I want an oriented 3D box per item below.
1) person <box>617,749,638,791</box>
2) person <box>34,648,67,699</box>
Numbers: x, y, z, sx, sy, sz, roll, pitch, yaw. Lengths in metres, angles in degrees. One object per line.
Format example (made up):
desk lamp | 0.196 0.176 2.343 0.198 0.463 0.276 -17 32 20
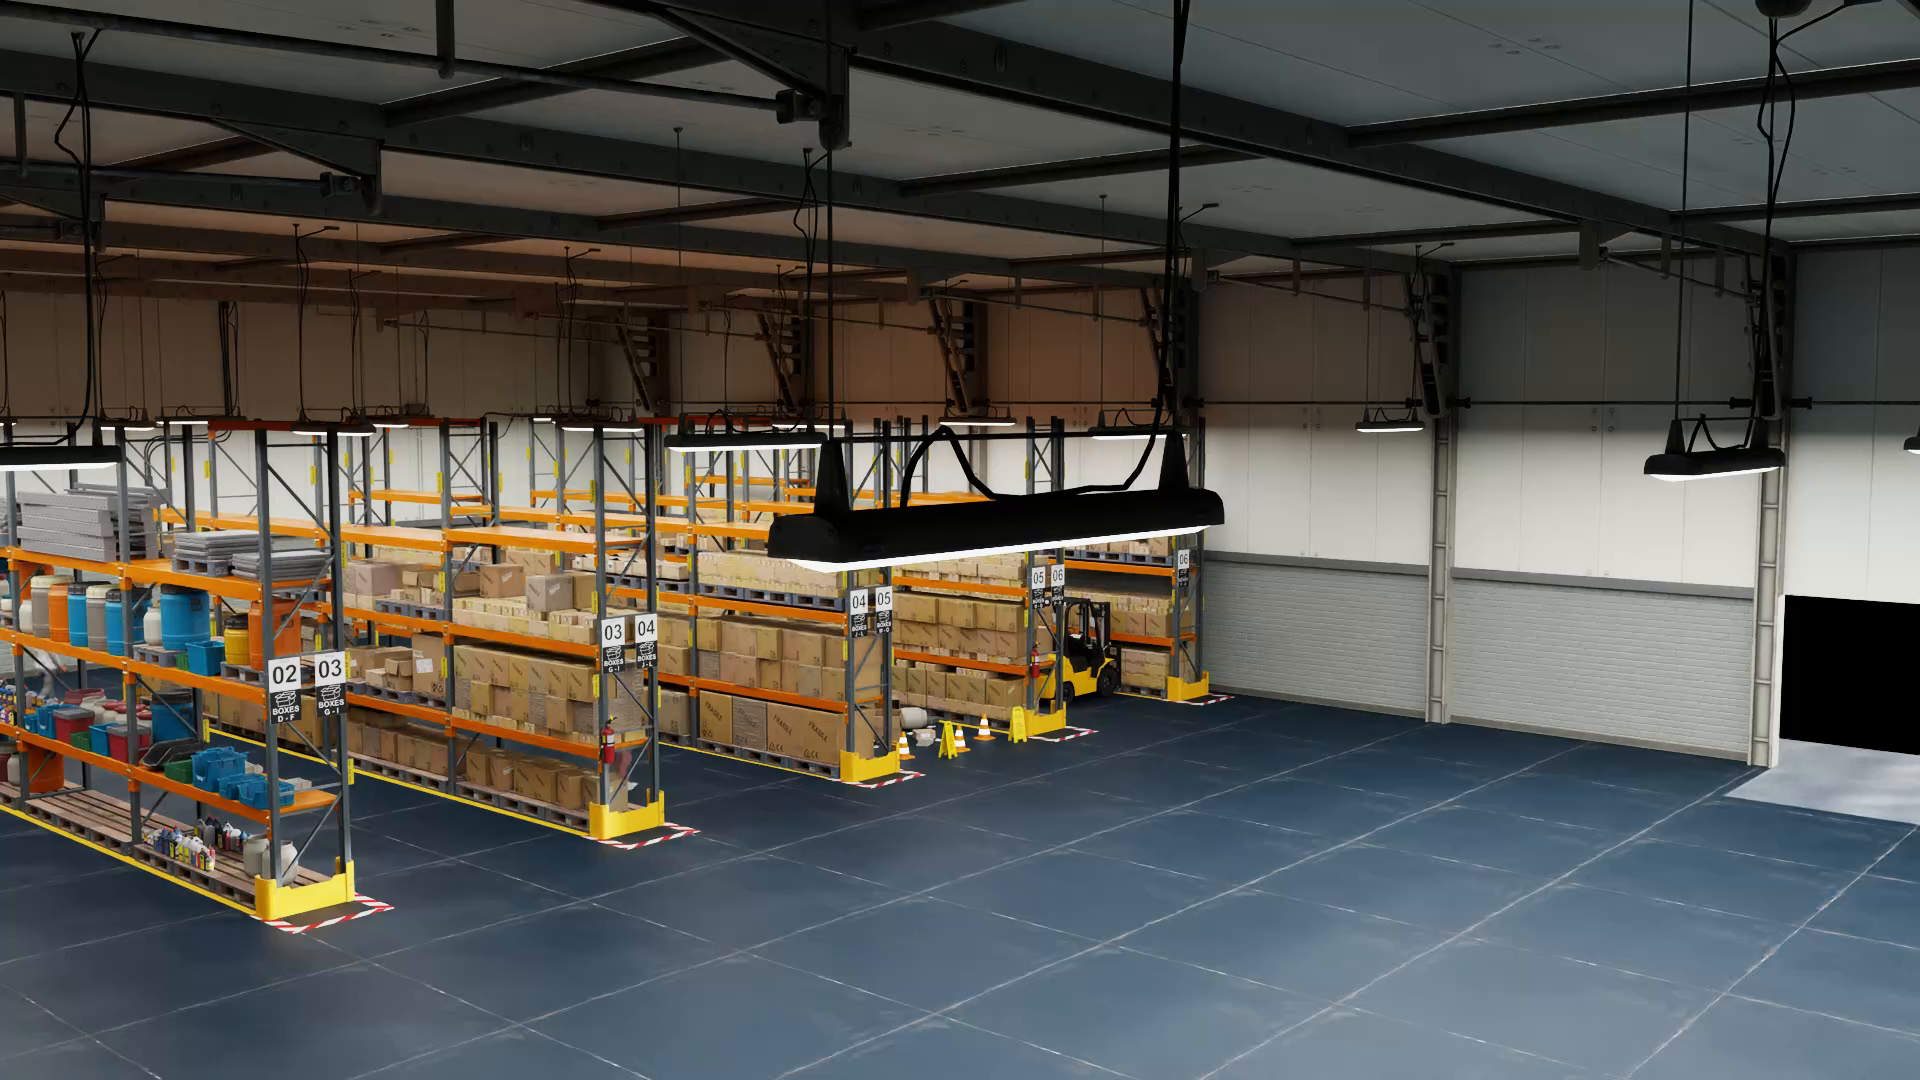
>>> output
person | -5.435 3.254 27.141 0.396 1.666 0.511 -2 5 -23
person | -18.592 2.626 33.945 0.631 1.787 0.771 1 5 15
